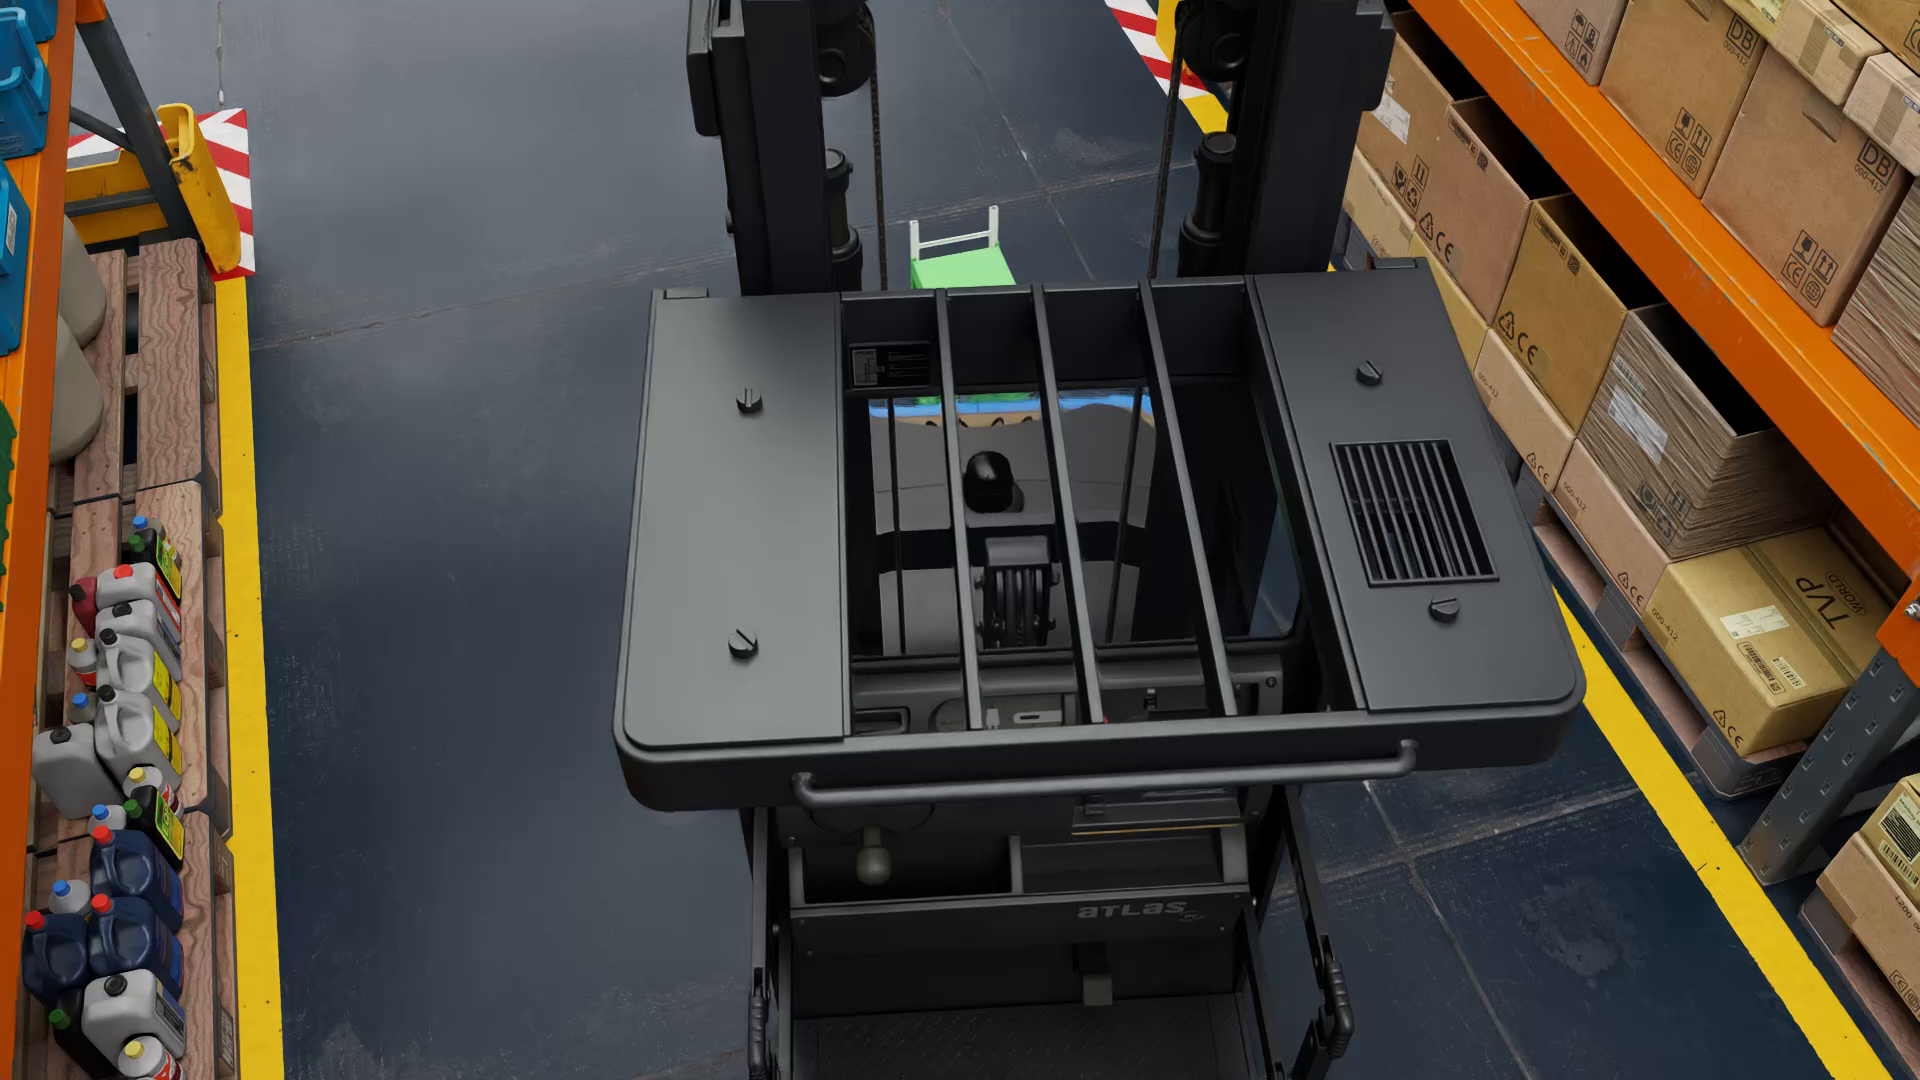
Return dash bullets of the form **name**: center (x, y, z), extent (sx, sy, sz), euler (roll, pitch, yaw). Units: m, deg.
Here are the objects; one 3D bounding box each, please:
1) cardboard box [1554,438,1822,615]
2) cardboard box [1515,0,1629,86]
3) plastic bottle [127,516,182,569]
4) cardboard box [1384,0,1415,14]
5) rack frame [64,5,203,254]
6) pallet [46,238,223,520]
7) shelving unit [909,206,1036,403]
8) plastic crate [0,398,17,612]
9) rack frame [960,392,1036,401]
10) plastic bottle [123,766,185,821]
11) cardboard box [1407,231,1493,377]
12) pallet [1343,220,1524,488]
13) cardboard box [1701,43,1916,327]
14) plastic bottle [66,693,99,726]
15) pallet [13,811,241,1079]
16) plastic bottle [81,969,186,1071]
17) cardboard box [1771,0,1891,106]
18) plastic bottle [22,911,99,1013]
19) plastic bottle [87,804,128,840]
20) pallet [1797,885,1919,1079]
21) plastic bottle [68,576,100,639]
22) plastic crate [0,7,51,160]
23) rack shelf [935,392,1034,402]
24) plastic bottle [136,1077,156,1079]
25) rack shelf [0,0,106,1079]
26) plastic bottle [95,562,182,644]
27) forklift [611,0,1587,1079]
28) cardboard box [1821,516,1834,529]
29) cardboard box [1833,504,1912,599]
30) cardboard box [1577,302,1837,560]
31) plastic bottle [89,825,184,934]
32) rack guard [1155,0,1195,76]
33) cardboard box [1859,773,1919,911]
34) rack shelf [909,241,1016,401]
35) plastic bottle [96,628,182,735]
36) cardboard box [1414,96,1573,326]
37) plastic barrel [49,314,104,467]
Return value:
- **cardboard box**: center (2.126, -0.096, 4.893), extent (0.500, 0.250, 0.500), euler (-13, 51, -11)
- **cardboard box**: center (2.013, -1.670, 4.631), extent (0.700, 0.500, 0.500), euler (-12, 51, -10)
- **plastic bottle**: center (-2.344, 0.008, 4.824), extent (0.097, 0.201, 0.097), euler (0, 50, 0)
- **cardboard box**: center (1.523, -1.796, 5.835), extent (0.500, 0.500, 0.500), euler (-13, 51, -11)
- **rack frame**: center (-3.306, -1.994, 4.969), extent (1.000, 3.000, 0.127), euler (-13, 51, -11)
- **pallet**: center (-3.003, -0.456, 5.497), extent (1.003, 0.211, 1.213), euler (-13, 51, -11)
- **shelving unit**: center (0.051, -0.295, 4.714), extent (0.258, 1.200, 0.503), euler (-12, 51, -10)
- **plastic crate**: center (-2.255, -0.060, 3.477), extent (0.450, 0.188, 0.662), euler (-13, 51, -11)
- **rack frame**: center (0.118, -0.116, 4.563), extent (0.240, 1.200, 0.015), euler (-12, 51, -10)
- **plastic bottle**: center (-2.082, 0.654, 4.279), extent (0.097, 0.201, 0.097), euler (0, 50, 0)
- **cardboard box**: center (1.815, -0.823, 5.506), extent (0.500, 0.250, 0.500), euler (-13, 51, -11)
- **pallet**: center (2.050, -0.774, 5.765), extent (1.003, 0.211, 1.213), euler (-13, 51, -11)
- **cardboard box**: center (2.311, -0.929, 4.006), extent (0.700, 0.500, 0.500), euler (-14, 51, -11)
- **plastic bottle**: center (-2.304, 0.479, 4.427), extent (0.097, 0.201, 0.097), euler (0, 50, 0)
- **pallet**: center (-2.282, 1.326, 3.994), extent (1.003, 0.211, 1.213), euler (-13, 51, -11)
- **plastic bottle**: center (-1.920, 1.101, 3.853), extent (0.152, 0.276, 0.135), euler (-12, 51, -10)
- **cardboard box**: center (2.095, -1.145, 3.764), extent (0.380, 0.149, 0.250), euler (-13, 51, -11)
- **plastic bottle**: center (-2.103, 0.988, 3.900), extent (0.144, 0.351, 0.185), euler (-13, 51, -11)
- **plastic bottle**: center (-2.100, 0.744, 4.157), extent (0.097, 0.271, 0.097), euler (0, 50, 0)
- **pallet**: center (2.865, 1.238, 4.068), extent (1.003, 0.211, 1.213), euler (-13, 51, -11)
- **plastic bottle**: center (-2.397, 0.196, 4.611), extent (0.061, 0.283, 0.133), euler (-13, 51, -11)
- **plastic crate**: center (-2.685, -1.173, 4.374), extent (0.499, 0.251, 0.408), euler (-13, 51, -11)
- **rack shelf**: center (0.051, -0.409, 4.579), extent (0.258, 0.148, 0.480), euler (-12, 51, -10)
- **plastic bottle**: center (-1.828, 1.281, 3.751), extent (0.097, 0.201, 0.097), euler (0, 50, 0)
- **rack shelf**: center (-2.714, -0.302, 4.013), extent (1.077, 0.370, 4.000), euler (-13, 51, -11)
- **plastic bottle**: center (-2.296, 0.174, 4.635), extent (0.152, 0.276, 0.135), euler (-13, 51, -11)
- **forklift**: center (0.135, 0.524, 2.891), extent (1.130, 2.935, 3.031), euler (-3, 50, -2)
- **cardboard box**: center (2.619, -0.213, 4.991), extent (0.500, 0.250, 0.500), euler (-13, 51, -11)
- **cardboard box**: center (2.772, -0.090, 4.398), extent (0.500, 0.500, 0.500), euler (-13, 51, -11)
- **cardboard box**: center (2.127, -0.338, 4.606), extent (0.500, 0.500, 0.500), euler (-13, 51, -11)
- **plastic bottle**: center (-2.021, 0.818, 4.043), extent (0.144, 0.351, 0.185), euler (-15, 52, -13)
- **rack guard**: center (1.420, -2.323, 6.882), extent (1.175, 0.500, 0.348), euler (-13, 51, -11)
- **cardboard box**: center (2.494, 0.738, 3.823), extent (0.500, 0.311, 0.500), euler (-13, 51, -11)
- **rack shelf**: center (0.051, -0.563, 4.396), extent (0.258, 0.148, 0.480), euler (-12, 51, -10)
- **plastic bottle**: center (-2.202, 0.372, 4.420), extent (0.144, 0.351, 0.185), euler (-11, 51, -9)
- **cardboard box**: center (1.814, -1.064, 5.219), extent (0.500, 0.500, 0.500), euler (-13, 51, -11)
- **plastic barrel**: center (-2.890, -0.498, 5.061), extent (0.421, 0.512, 0.421), euler (0, 50, 0)
